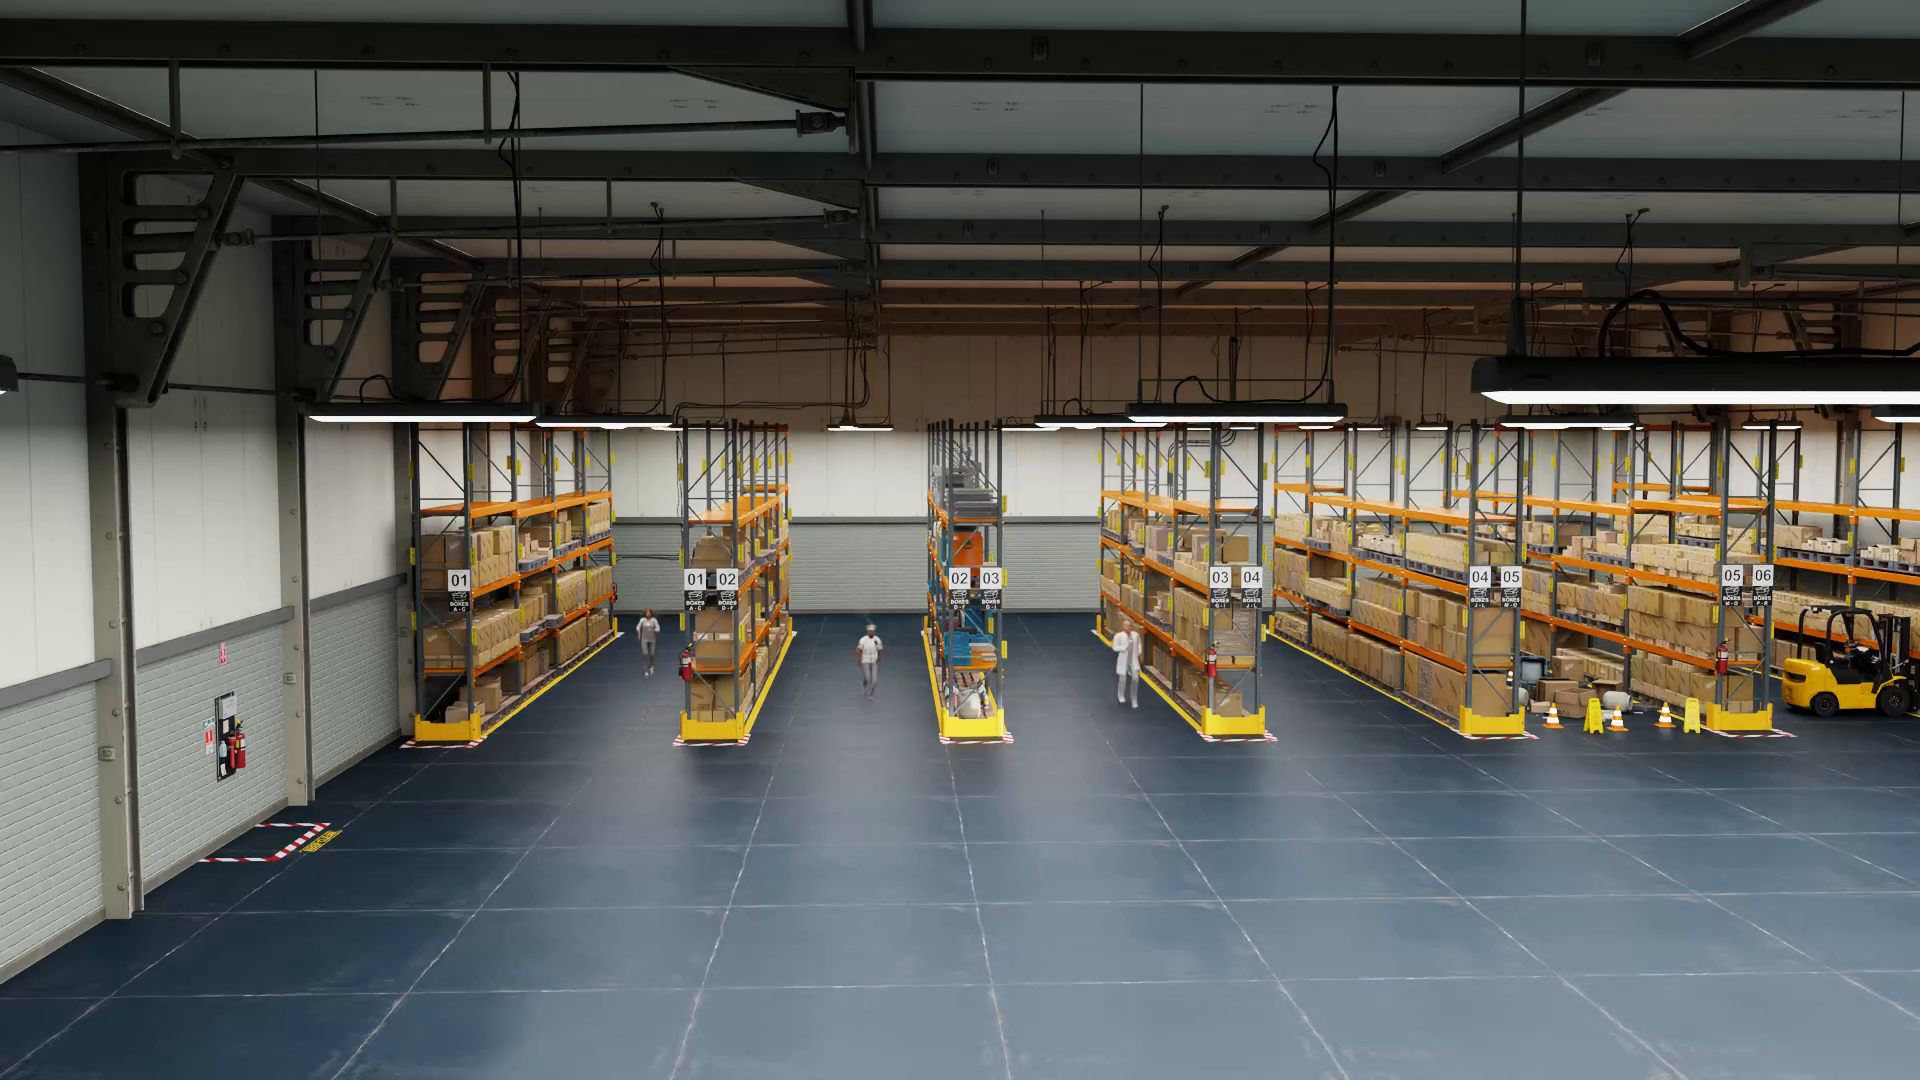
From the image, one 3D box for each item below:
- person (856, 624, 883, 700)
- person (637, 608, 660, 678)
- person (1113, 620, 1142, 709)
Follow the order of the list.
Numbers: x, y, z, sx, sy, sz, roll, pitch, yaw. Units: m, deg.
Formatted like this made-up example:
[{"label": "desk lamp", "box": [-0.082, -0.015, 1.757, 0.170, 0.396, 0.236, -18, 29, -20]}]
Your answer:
[{"label": "person", "box": [-1.918, 2.621, 35.618, 0.559, 1.644, 0.586, -1, 4, -10]}, {"label": "person", "box": [-7.320, 2.397, 39.098, 0.528, 1.601, 0.867, -1, 4, -12]}, {"label": "person", "box": [3.512, 2.604, 34.893, 0.661, 1.850, 0.842, 0, 4, -7]}]
